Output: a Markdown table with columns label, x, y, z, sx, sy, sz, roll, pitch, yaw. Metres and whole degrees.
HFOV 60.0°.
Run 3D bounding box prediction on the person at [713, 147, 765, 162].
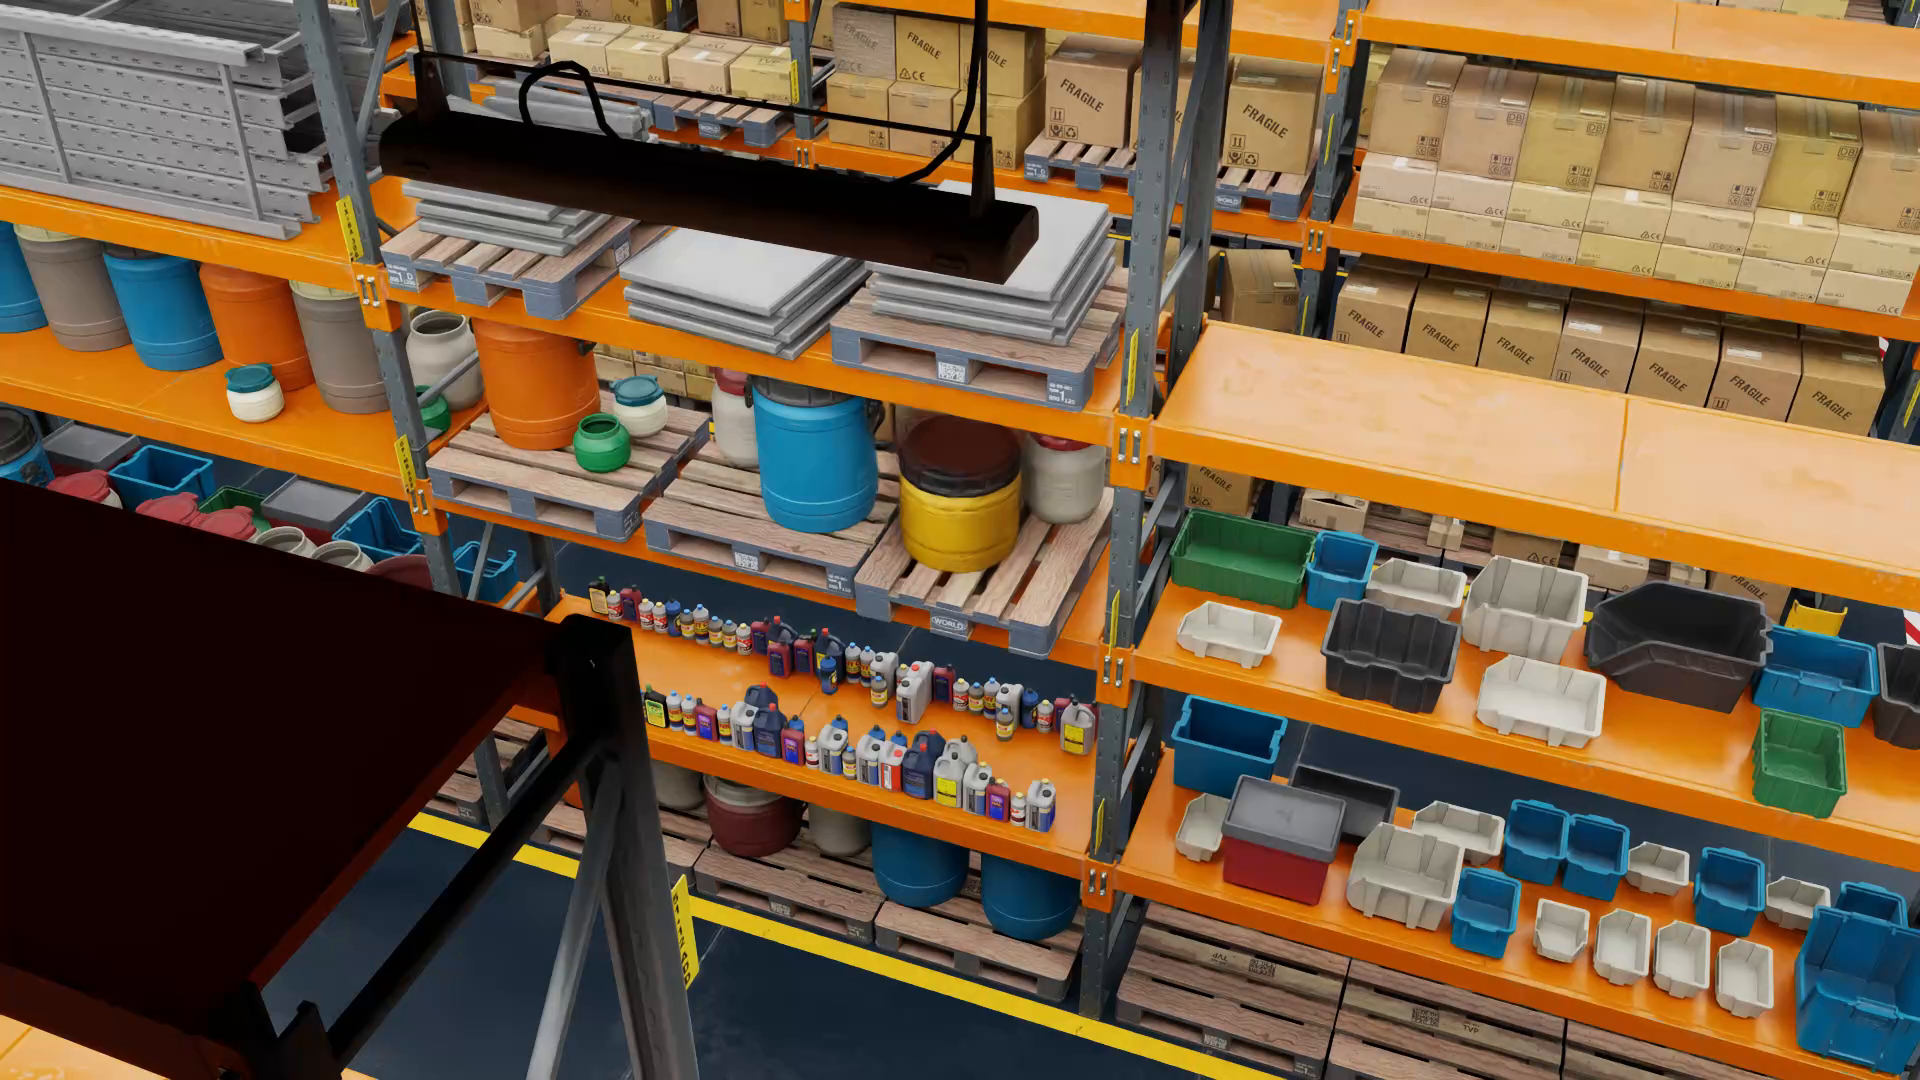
| label | x | y | z | sx | sy | sz | roll | pitch | yaw |
| --- | --- | --- | --- | --- | --- | --- | --- | --- | --- |
| person | -2.224 | -3.728 | 16.942 | 0.481 | 1.752 | 0.592 | 21 | 42 | 26 |
